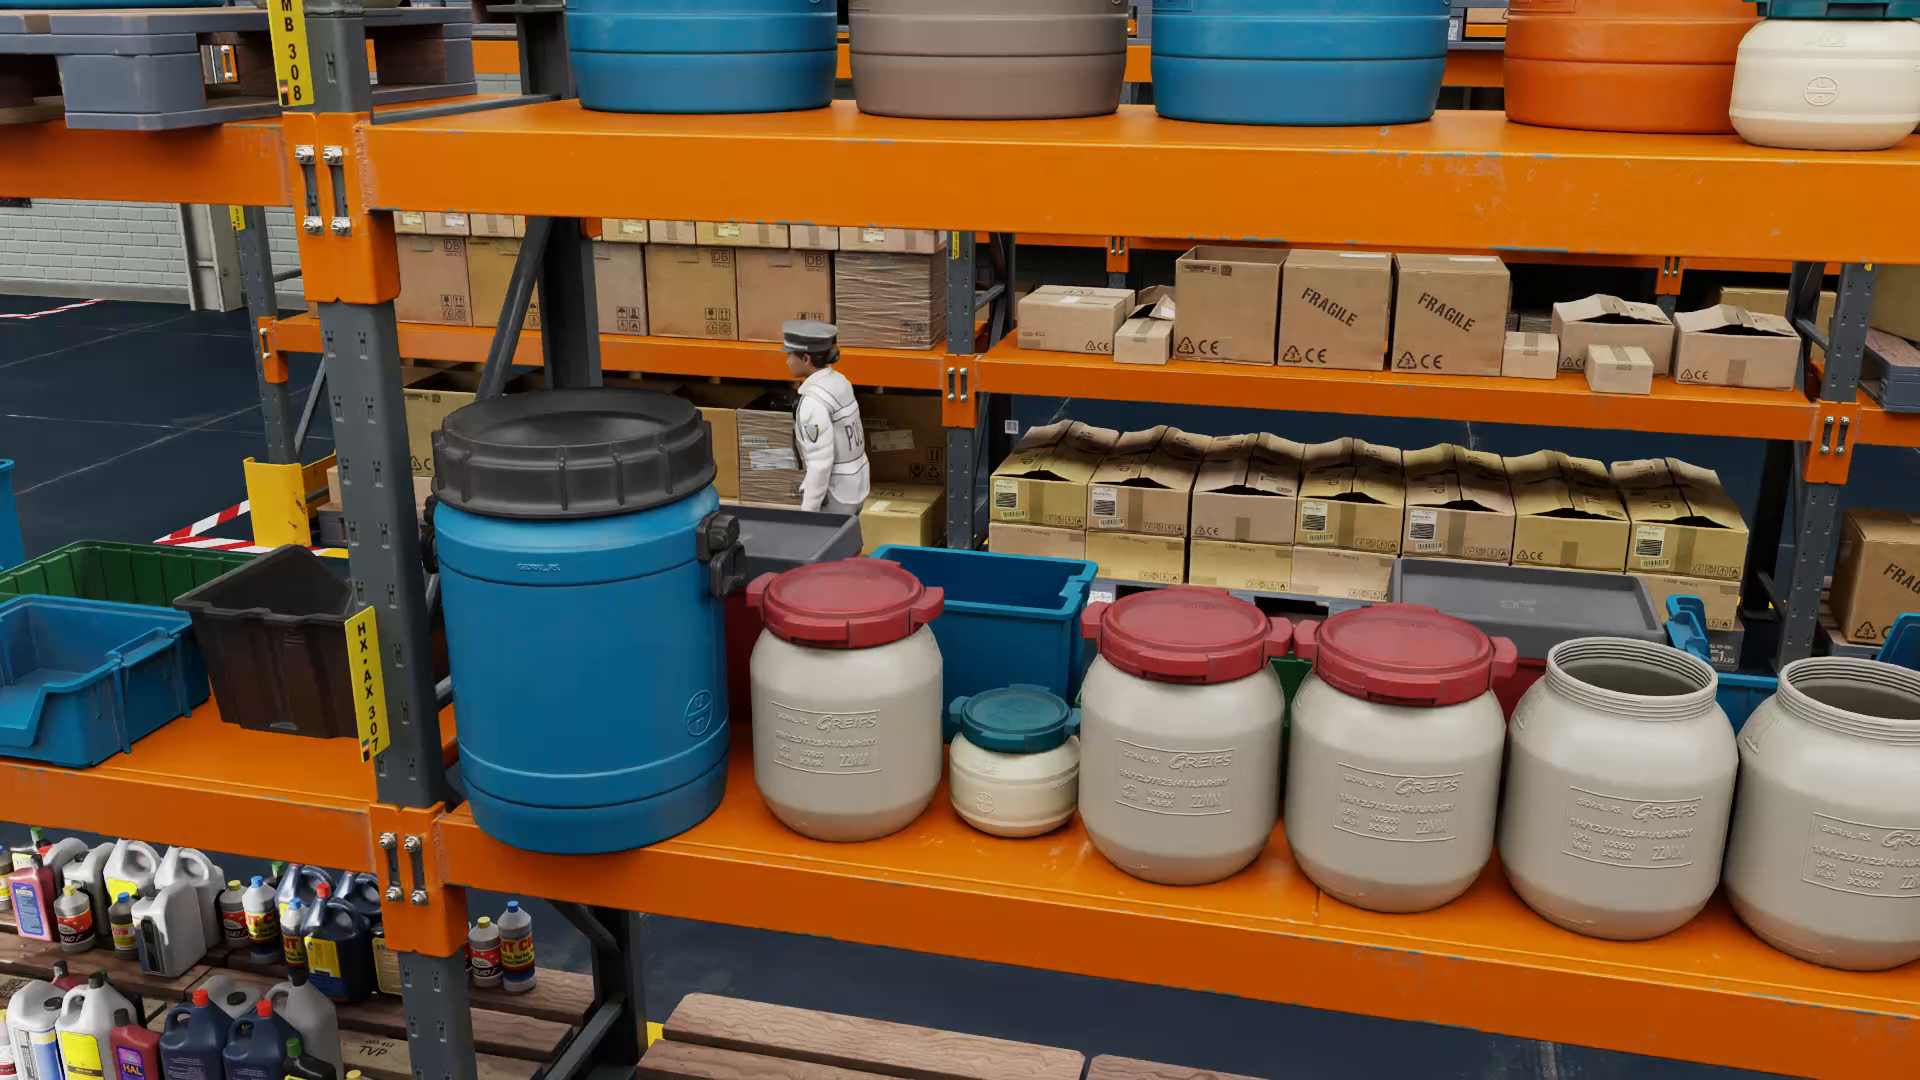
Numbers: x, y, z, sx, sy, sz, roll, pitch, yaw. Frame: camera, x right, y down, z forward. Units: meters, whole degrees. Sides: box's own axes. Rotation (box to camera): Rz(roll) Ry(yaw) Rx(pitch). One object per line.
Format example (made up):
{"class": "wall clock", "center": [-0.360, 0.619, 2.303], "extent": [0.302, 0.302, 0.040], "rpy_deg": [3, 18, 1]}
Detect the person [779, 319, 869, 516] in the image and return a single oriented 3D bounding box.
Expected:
{"class": "person", "center": [-0.612, -0.177, 7.582], "extent": [0.372, 1.665, 0.547], "rpy_deg": [4, 19, 12]}
